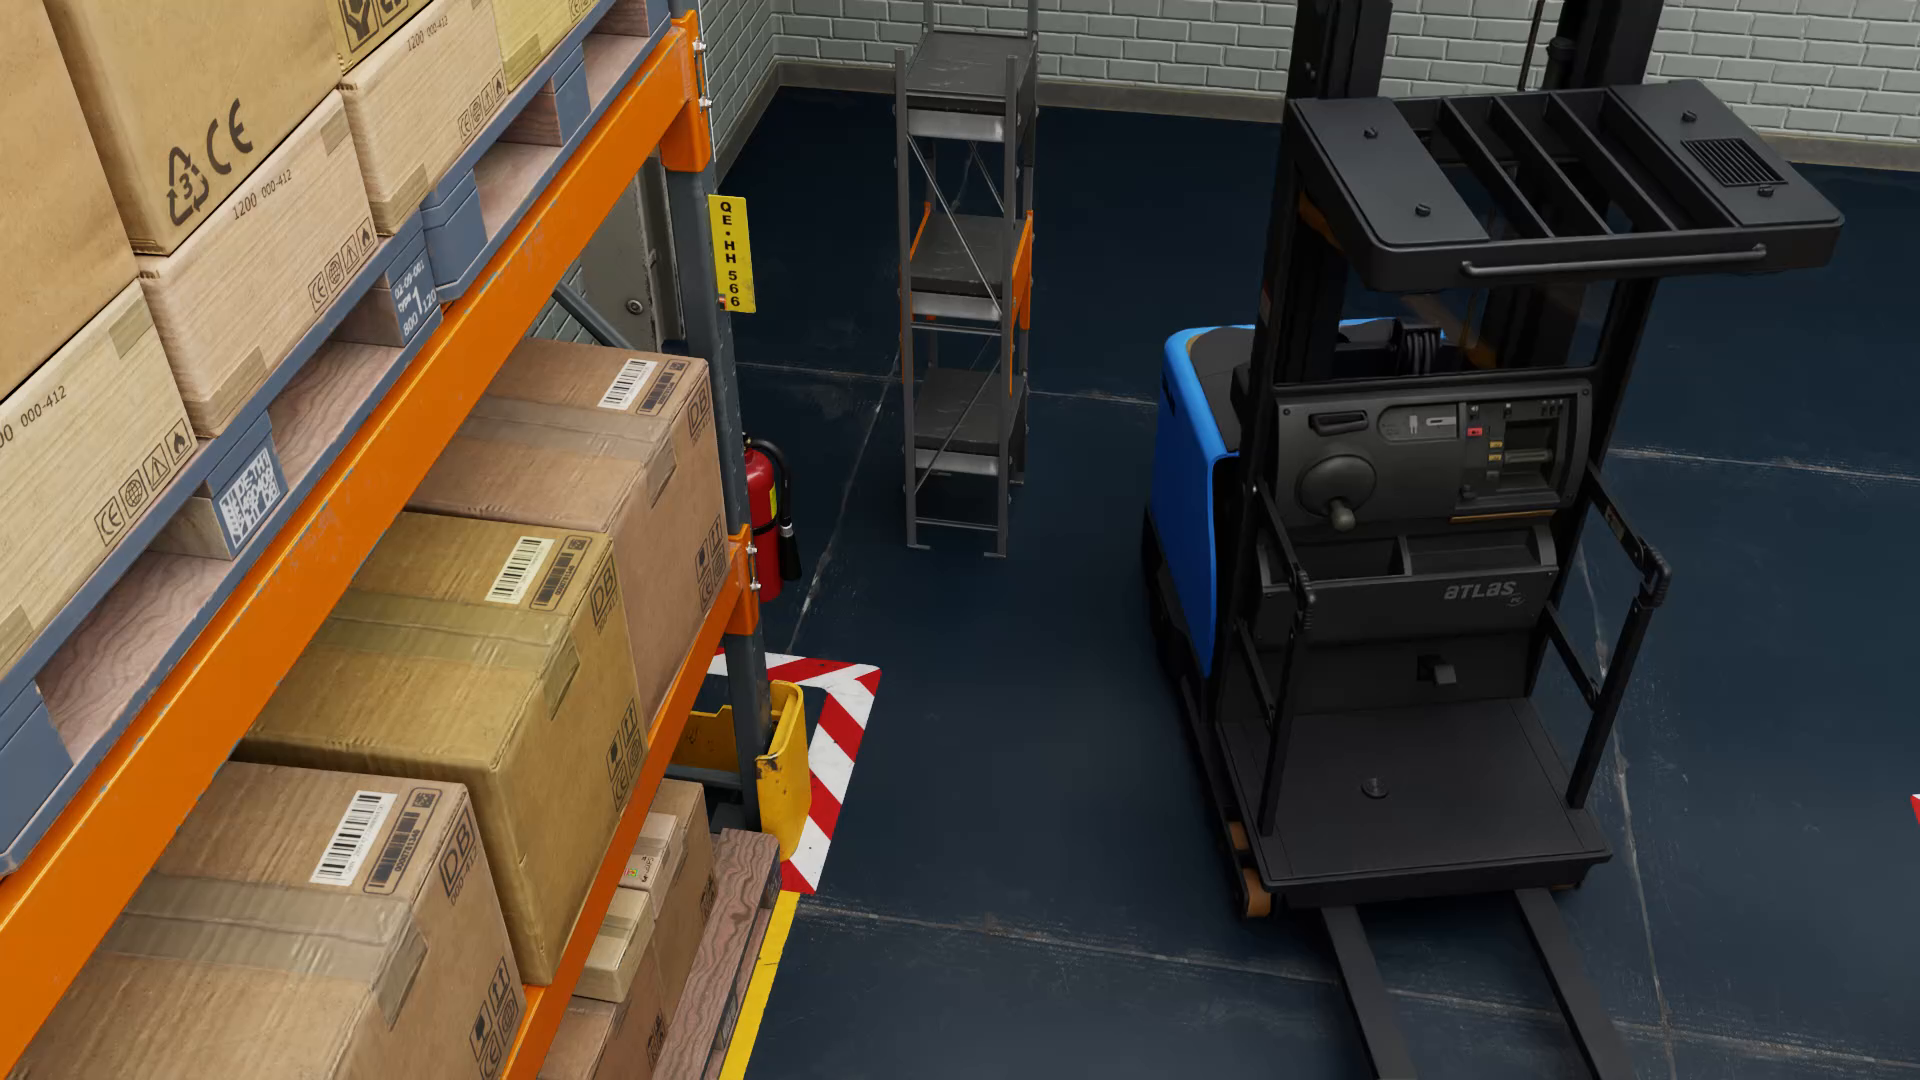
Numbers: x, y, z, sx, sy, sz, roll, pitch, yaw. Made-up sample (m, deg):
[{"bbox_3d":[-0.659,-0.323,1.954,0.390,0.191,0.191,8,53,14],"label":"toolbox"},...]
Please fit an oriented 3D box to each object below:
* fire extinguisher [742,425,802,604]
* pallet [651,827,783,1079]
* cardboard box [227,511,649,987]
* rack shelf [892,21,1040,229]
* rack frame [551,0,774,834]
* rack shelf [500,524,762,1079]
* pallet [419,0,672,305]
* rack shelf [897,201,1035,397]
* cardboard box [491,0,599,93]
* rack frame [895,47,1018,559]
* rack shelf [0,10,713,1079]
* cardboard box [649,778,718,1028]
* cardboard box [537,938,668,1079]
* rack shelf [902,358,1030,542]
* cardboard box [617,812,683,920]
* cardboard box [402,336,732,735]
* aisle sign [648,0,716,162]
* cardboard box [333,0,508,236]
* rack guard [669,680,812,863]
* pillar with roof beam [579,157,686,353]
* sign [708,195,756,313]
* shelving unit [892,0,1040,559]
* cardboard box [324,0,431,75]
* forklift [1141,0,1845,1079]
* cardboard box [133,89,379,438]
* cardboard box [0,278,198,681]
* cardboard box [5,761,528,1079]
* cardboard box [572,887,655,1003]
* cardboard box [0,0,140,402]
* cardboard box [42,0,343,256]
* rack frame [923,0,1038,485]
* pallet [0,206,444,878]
[{"bbox_3d":[-0.625,-0.115,4.888,0.296,0.674,0.183,6,40,8],"label":"fire extinguisher"},{"bbox_3d":[-1.167,1.341,4.963,1.003,0.211,1.213,6,40,8],"label":"pallet"},{"bbox_3d":[-1.299,0.419,3.654,0.980,0.700,0.700,6,40,7],"label":"cardboard box"},{"bbox_3d":[0.029,-1.442,5.769,0.431,0.518,0.480,6,40,8],"label":"rack shelf"},{"bbox_3d":[-1.105,-0.244,4.691,1.000,3.000,0.127,6,40,8],"label":"rack frame"},{"bbox_3d":[-1.451,1.288,3.403,1.077,0.370,4.000,6,40,8],"label":"rack shelf"},{"bbox_3d":[-1.223,-0.899,3.199,1.003,0.211,1.213,6,40,8],"label":"pallet"},{"bbox_3d":[0.029,-0.903,6.215,0.431,0.518,0.480,6,40,8],"label":"rack shelf"},{"bbox_3d":[-0.971,-1.054,3.026,0.500,0.250,0.500,8,40,9],"label":"cardboard box"},{"bbox_3d":[-0.014,-0.760,6.021,0.400,2.100,0.015,6,40,8],"label":"rack frame"},{"bbox_3d":[-1.451,0.132,2.447,1.077,0.370,4.000,6,40,8],"label":"rack shelf"},{"bbox_3d":[-1.128,1.008,4.809,0.700,0.500,0.500,6,40,8],"label":"cardboard box"},{"bbox_3d":[-1.214,1.322,4.430,0.700,0.500,0.500,6,40,8],"label":"cardboard box"},{"bbox_3d":[0.029,-0.363,6.661,0.431,0.518,0.480,6,40,8],"label":"rack shelf"},{"bbox_3d":[-0.971,0.858,4.481,0.380,0.149,0.250,6,40,7],"label":"cardboard box"},{"bbox_3d":[-1.184,-0.039,4.207,0.980,0.700,0.700,8,40,10],"label":"cardboard box"},{"bbox_3d":[-0.797,-1.258,3.878,0.394,0.787,0.004,6,40,8],"label":"aisle sign"},{"bbox_3d":[-1.060,-0.727,2.631,0.500,0.250,0.500,5,40,6],"label":"cardboard box"},{"bbox_3d":[-1.101,0.704,5.506,1.175,0.500,0.348,6,40,8],"label":"rack guard"},{"bbox_3d":[2.750,-3.872,4.371,9.100,9.000,0.400,6,40,8],"label":"pillar with roof beam"},{"bbox_3d":[-0.573,-0.713,4.164,0.100,0.325,0.005,6,40,8],"label":"sign"},{"bbox_3d":[0.029,-0.913,6.207,0.431,2.100,0.503,6,40,8],"label":"shelving unit"},{"bbox_3d":[-1.061,-1.030,2.408,0.500,0.500,0.500,8,40,9],"label":"cardboard box"},{"bbox_3d":[1.395,-0.164,4.648,1.130,2.935,3.031,-4,40,-5],"label":"forklift"},{"bbox_3d":[-1.145,-0.400,2.236,0.500,0.250,0.500,5,40,6],"label":"cardboard box"},{"bbox_3d":[-1.235,-0.078,1.846,0.500,0.250,0.500,5,40,6],"label":"cardboard box"},{"bbox_3d":[-1.440,0.897,3.076,0.980,0.700,0.700,5,40,6],"label":"cardboard box"},{"bbox_3d":[-1.014,1.019,4.287,0.380,0.149,0.250,7,40,9],"label":"cardboard box"},{"bbox_3d":[-1.235,-0.372,1.613,0.500,0.500,0.500,7,40,8],"label":"cardboard box"},{"bbox_3d":[-1.143,-0.701,2.011,0.500,0.500,0.500,5,40,6],"label":"cardboard box"},{"bbox_3d":[0.071,-1.066,6.392,0.400,2.100,0.015,6,40,8],"label":"rack frame"},{"bbox_3d":[-1.432,-0.132,2.271,1.003,0.211,1.213,6,40,8],"label":"pallet"}]
